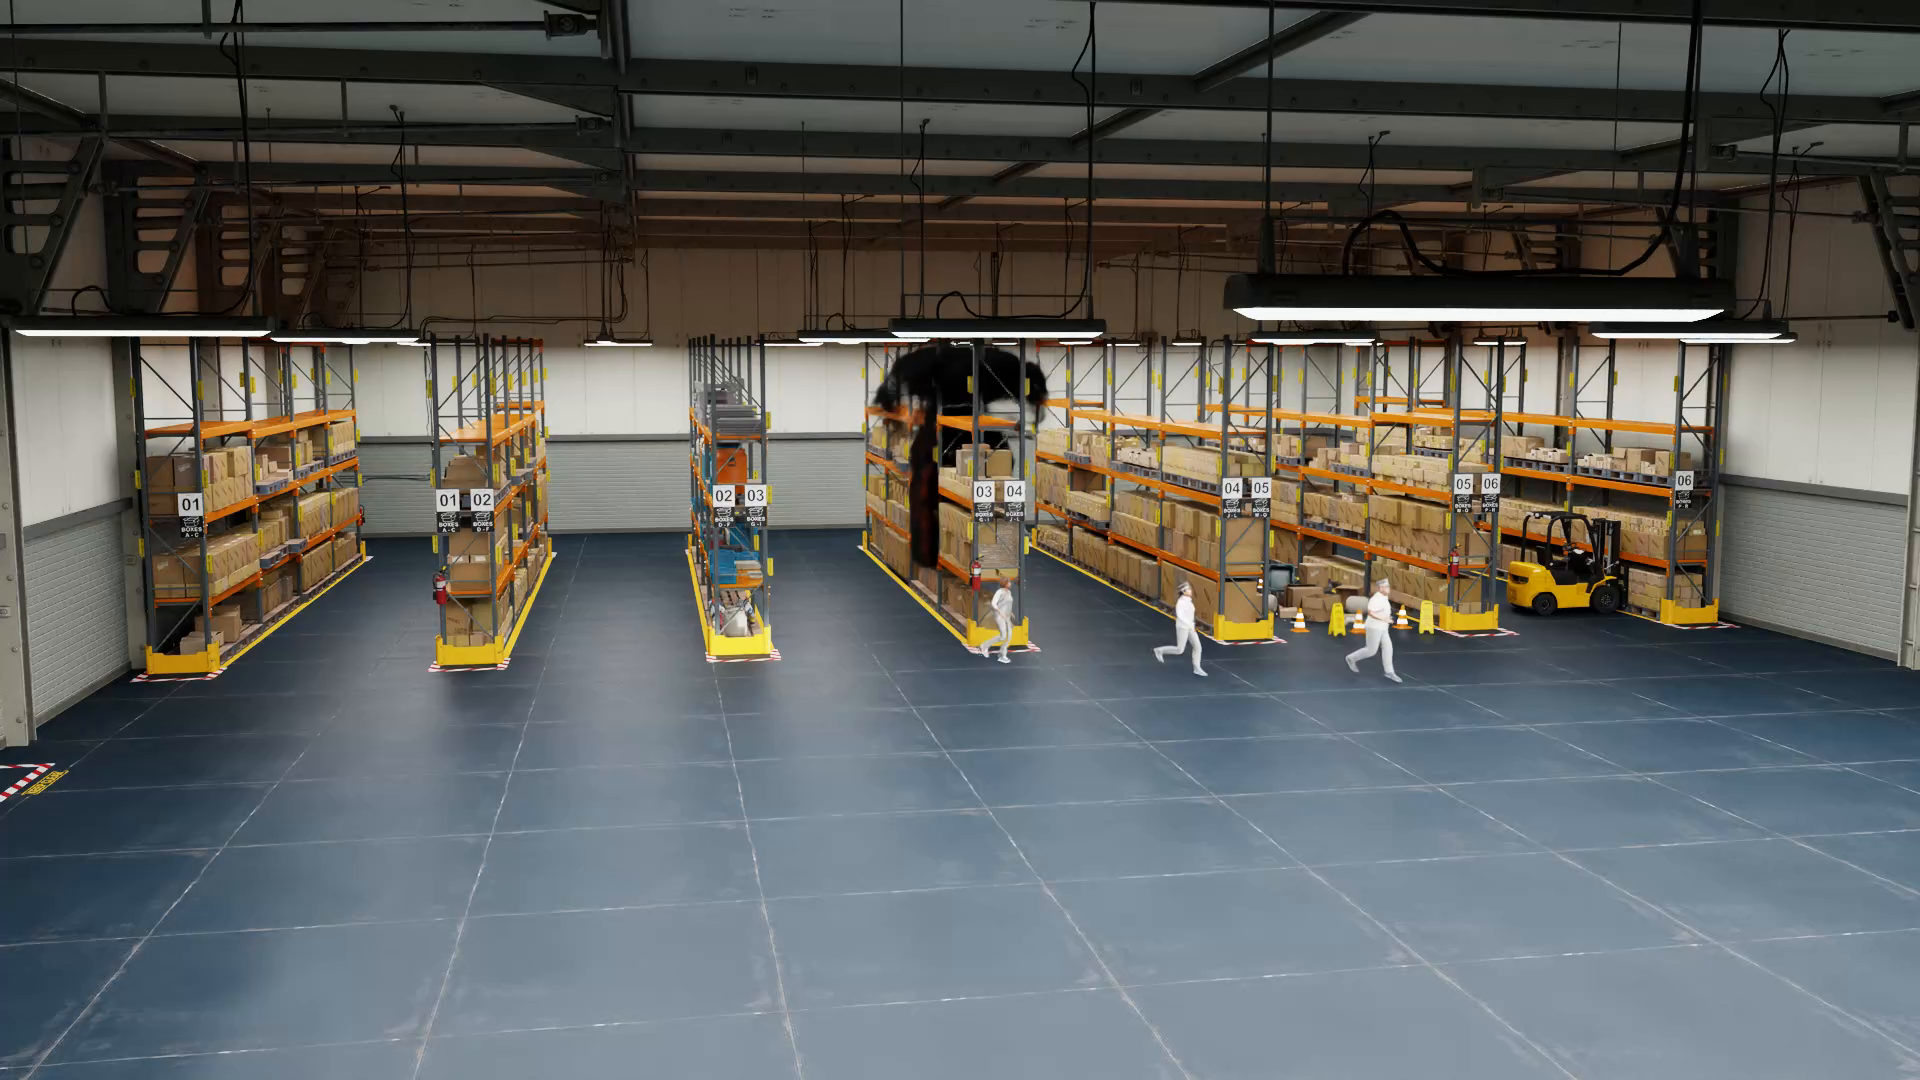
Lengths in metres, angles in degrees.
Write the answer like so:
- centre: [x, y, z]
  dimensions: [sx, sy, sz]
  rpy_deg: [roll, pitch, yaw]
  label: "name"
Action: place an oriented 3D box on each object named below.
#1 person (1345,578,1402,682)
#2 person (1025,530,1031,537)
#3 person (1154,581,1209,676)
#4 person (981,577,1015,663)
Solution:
- centre: [7.234, 1.540, 28.954]
  dimensions: [1.016, 1.783, 0.686]
  rpy_deg: [4, 8, 32]
  label: "person"
- centre: [1.628, -0.775, 49.570]
  dimensions: [1.114, 1.644, 0.744]
  rpy_deg: [-2, 7, -17]
  label: "person"
- centre: [3.927, 1.561, 29.358]
  dimensions: [0.976, 1.687, 0.597]
  rpy_deg: [3, 7, 25]
  label: "person"
- centre: [0.751, 1.449, 30.689]
  dimensions: [0.606, 1.560, 0.579]
  rpy_deg: [3, 7, 28]
  label: "person"
